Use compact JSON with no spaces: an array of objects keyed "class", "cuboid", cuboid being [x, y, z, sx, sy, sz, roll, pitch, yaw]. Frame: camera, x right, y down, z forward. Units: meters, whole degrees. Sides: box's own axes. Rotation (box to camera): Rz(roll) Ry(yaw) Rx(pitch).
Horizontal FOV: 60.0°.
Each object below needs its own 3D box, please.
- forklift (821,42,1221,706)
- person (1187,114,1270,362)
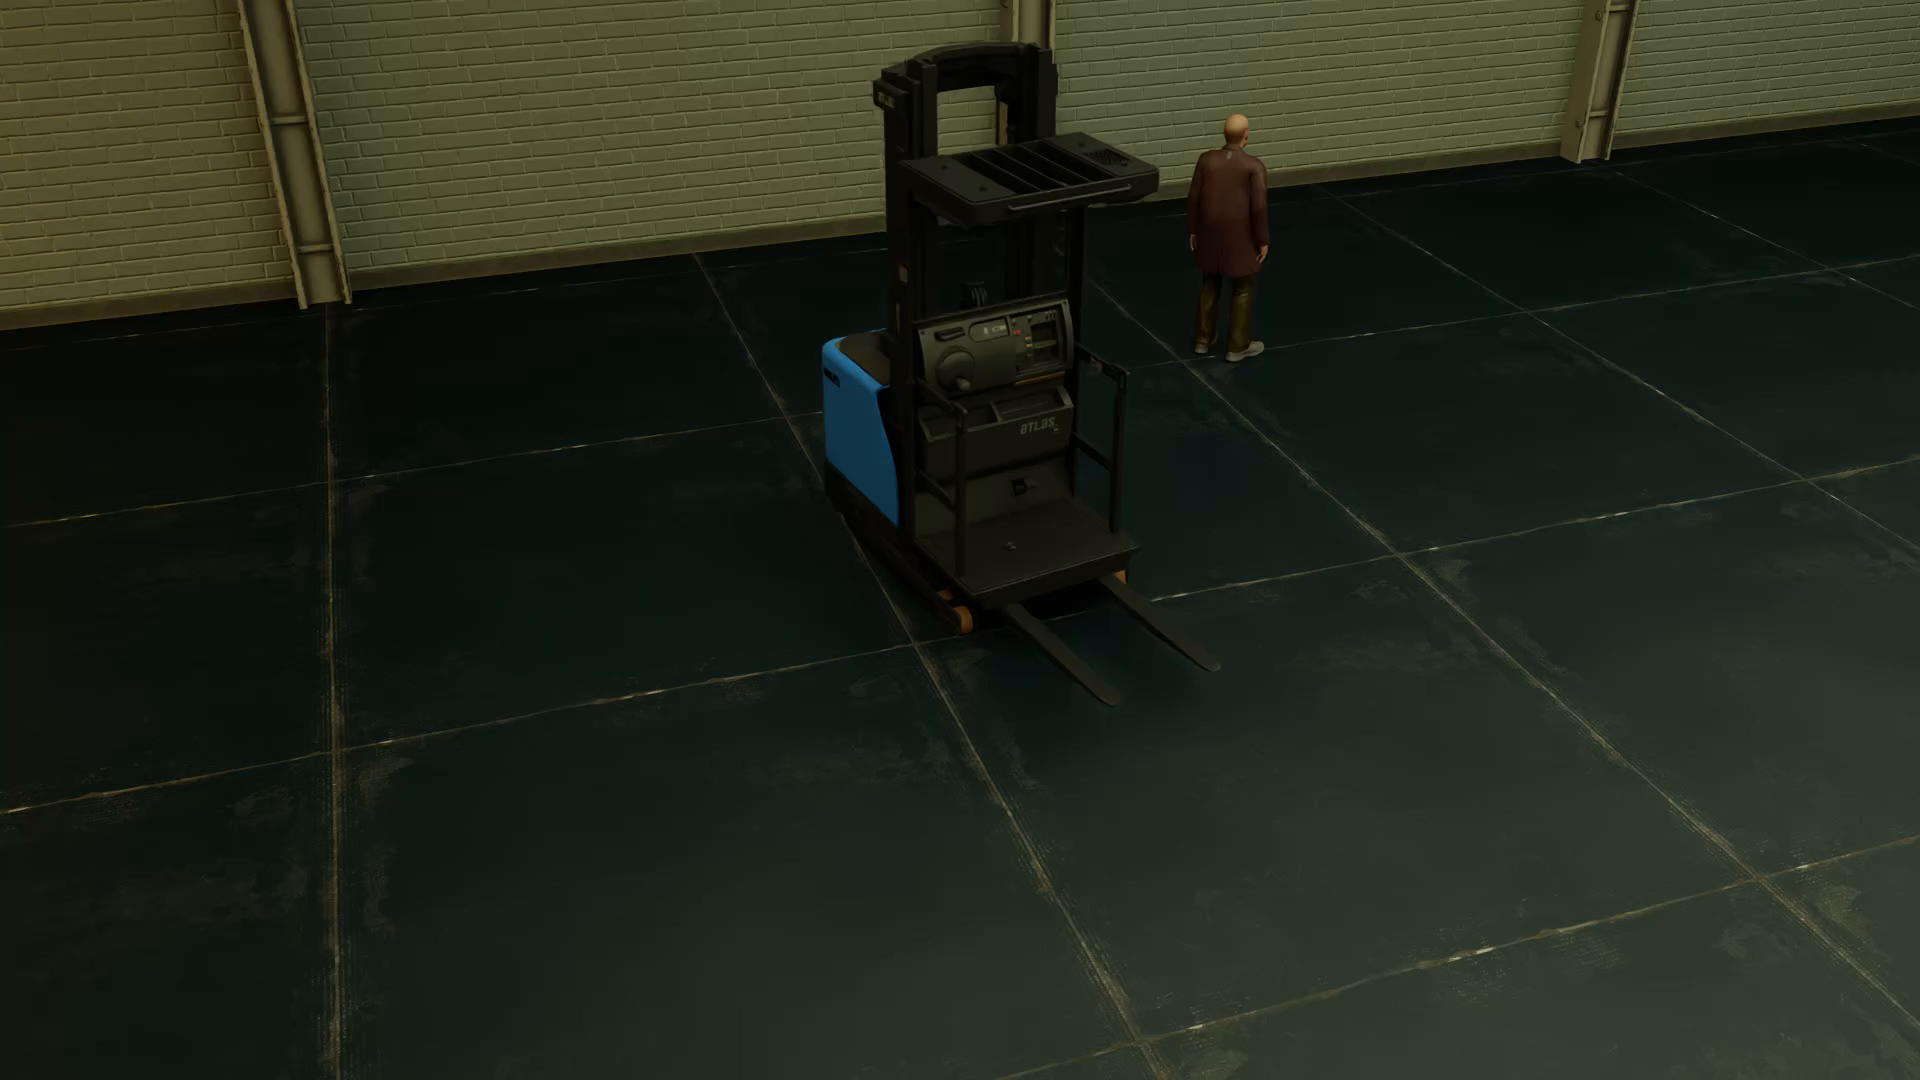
[{"class":"forklift","cuboid":[0.305,-1.005,8.834,1.130,2.935,3.031,-15,33,-25]},{"class":"person","cuboid":[1.945,-2.191,12.057,0.643,1.772,0.435,18,35,29]}]
